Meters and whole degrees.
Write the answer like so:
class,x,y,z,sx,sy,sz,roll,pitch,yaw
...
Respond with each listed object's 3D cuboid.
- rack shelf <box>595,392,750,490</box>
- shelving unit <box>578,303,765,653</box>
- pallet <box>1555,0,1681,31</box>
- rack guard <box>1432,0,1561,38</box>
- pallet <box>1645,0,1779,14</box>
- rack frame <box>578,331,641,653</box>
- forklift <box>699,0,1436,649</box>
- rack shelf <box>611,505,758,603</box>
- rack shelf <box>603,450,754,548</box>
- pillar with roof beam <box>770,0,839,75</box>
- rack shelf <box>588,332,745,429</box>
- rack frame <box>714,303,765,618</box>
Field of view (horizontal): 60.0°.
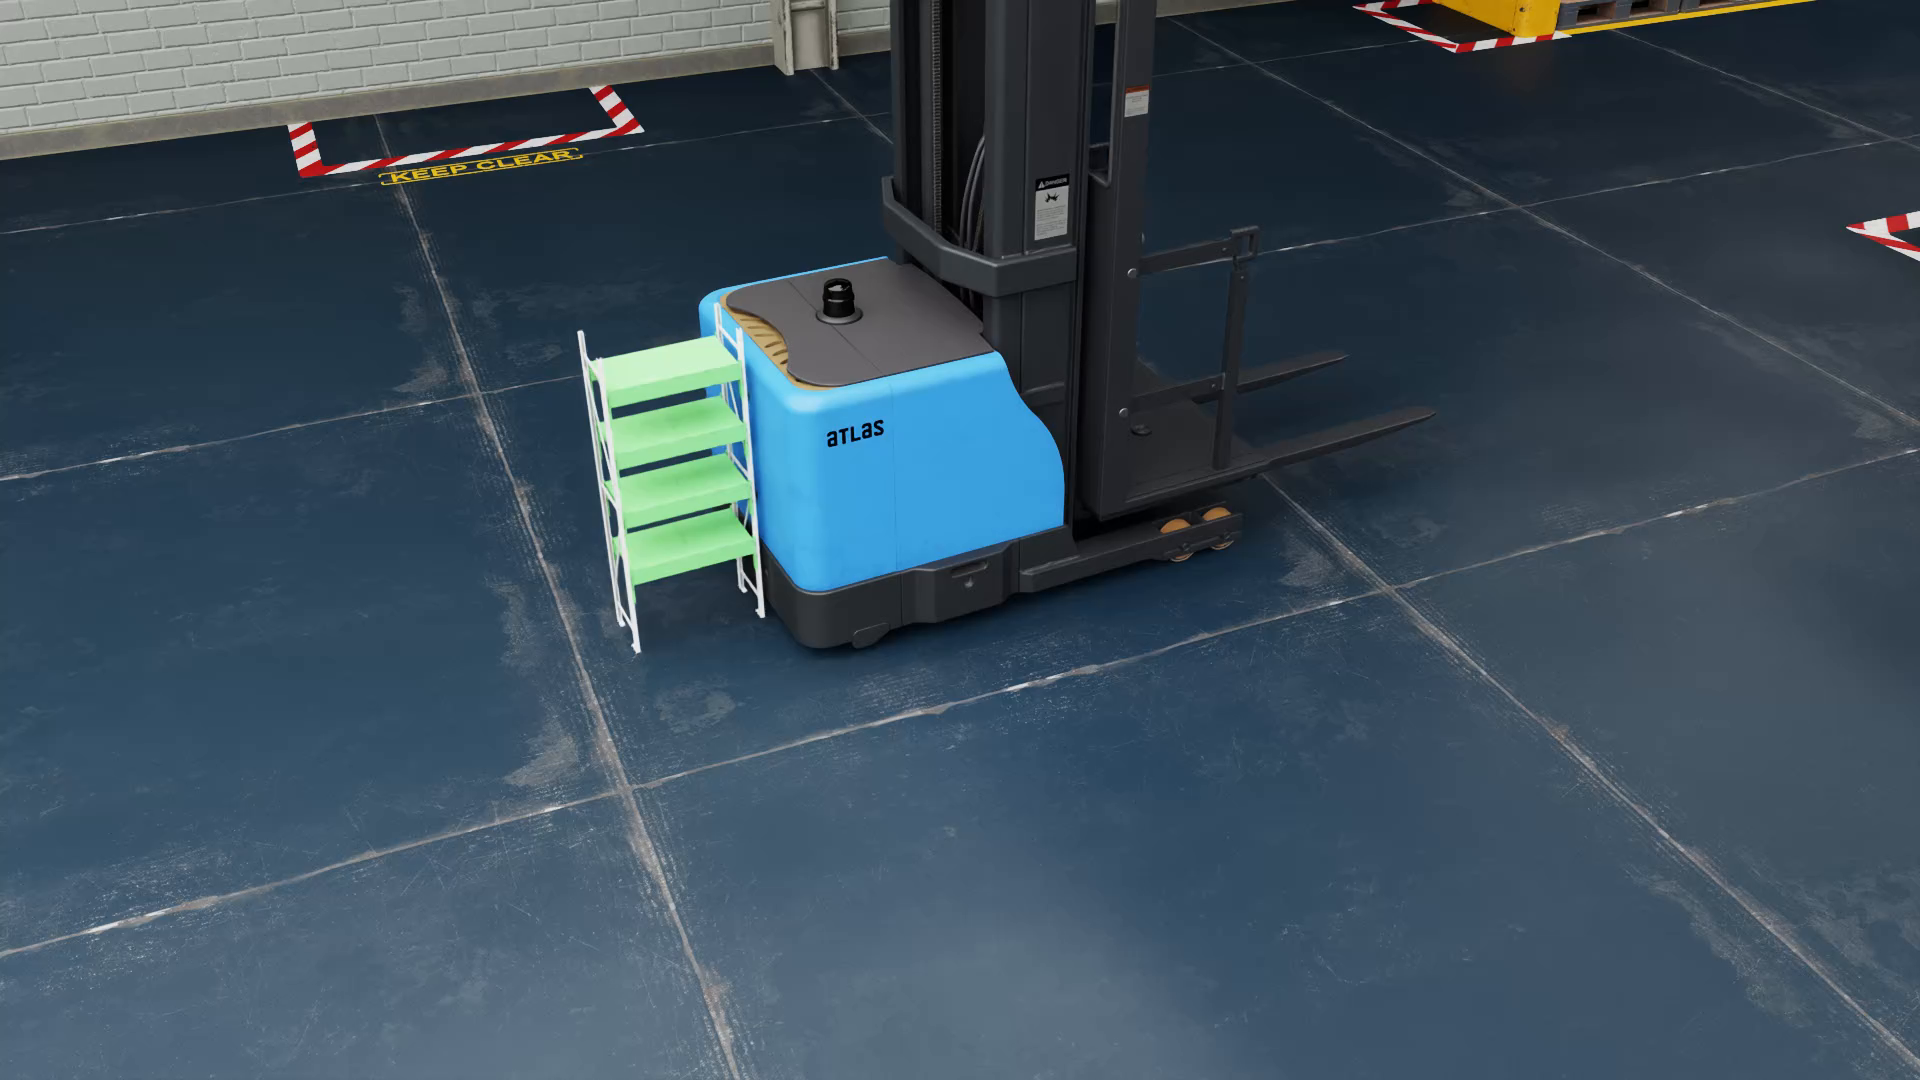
class,x,y,z,sx,sy,sz,roll,pitch,yaw
rack shelf,-1.018,-0.354,5.872,0.480,0.148,0.258,-15,36,-22
shelving unit,-1.018,-0.207,5.968,0.503,1.200,0.258,-15,36,-22
pallet,4.944,-4.367,13.268,1.213,0.211,1.003,-13,35,-19
rack guard,4.182,-4.334,12.953,0.348,0.500,1.175,-13,35,-19
pallet,6.067,-4.622,13.660,1.213,0.211,1.003,-13,35,-19
rack frame,-1.235,-0.147,5.875,0.015,1.200,0.240,-15,36,-22
forklift,0.562,-1.384,6.189,3.031,2.935,1.130,-15,36,-22
rack shelf,-1.018,0.048,6.133,0.480,0.148,0.258,-15,36,-22
rack shelf,-1.018,-0.153,6.003,0.480,0.148,0.258,-15,36,-22
pillar with roof beam,0.556,-5.032,6.232,0.400,9.000,9.100,-13,35,-19
rack shelf,-1.018,-0.556,5.741,0.480,0.148,0.258,-15,36,-22
rack frame,-0.800,-0.267,6.060,0.015,1.200,0.240,-15,36,-22
